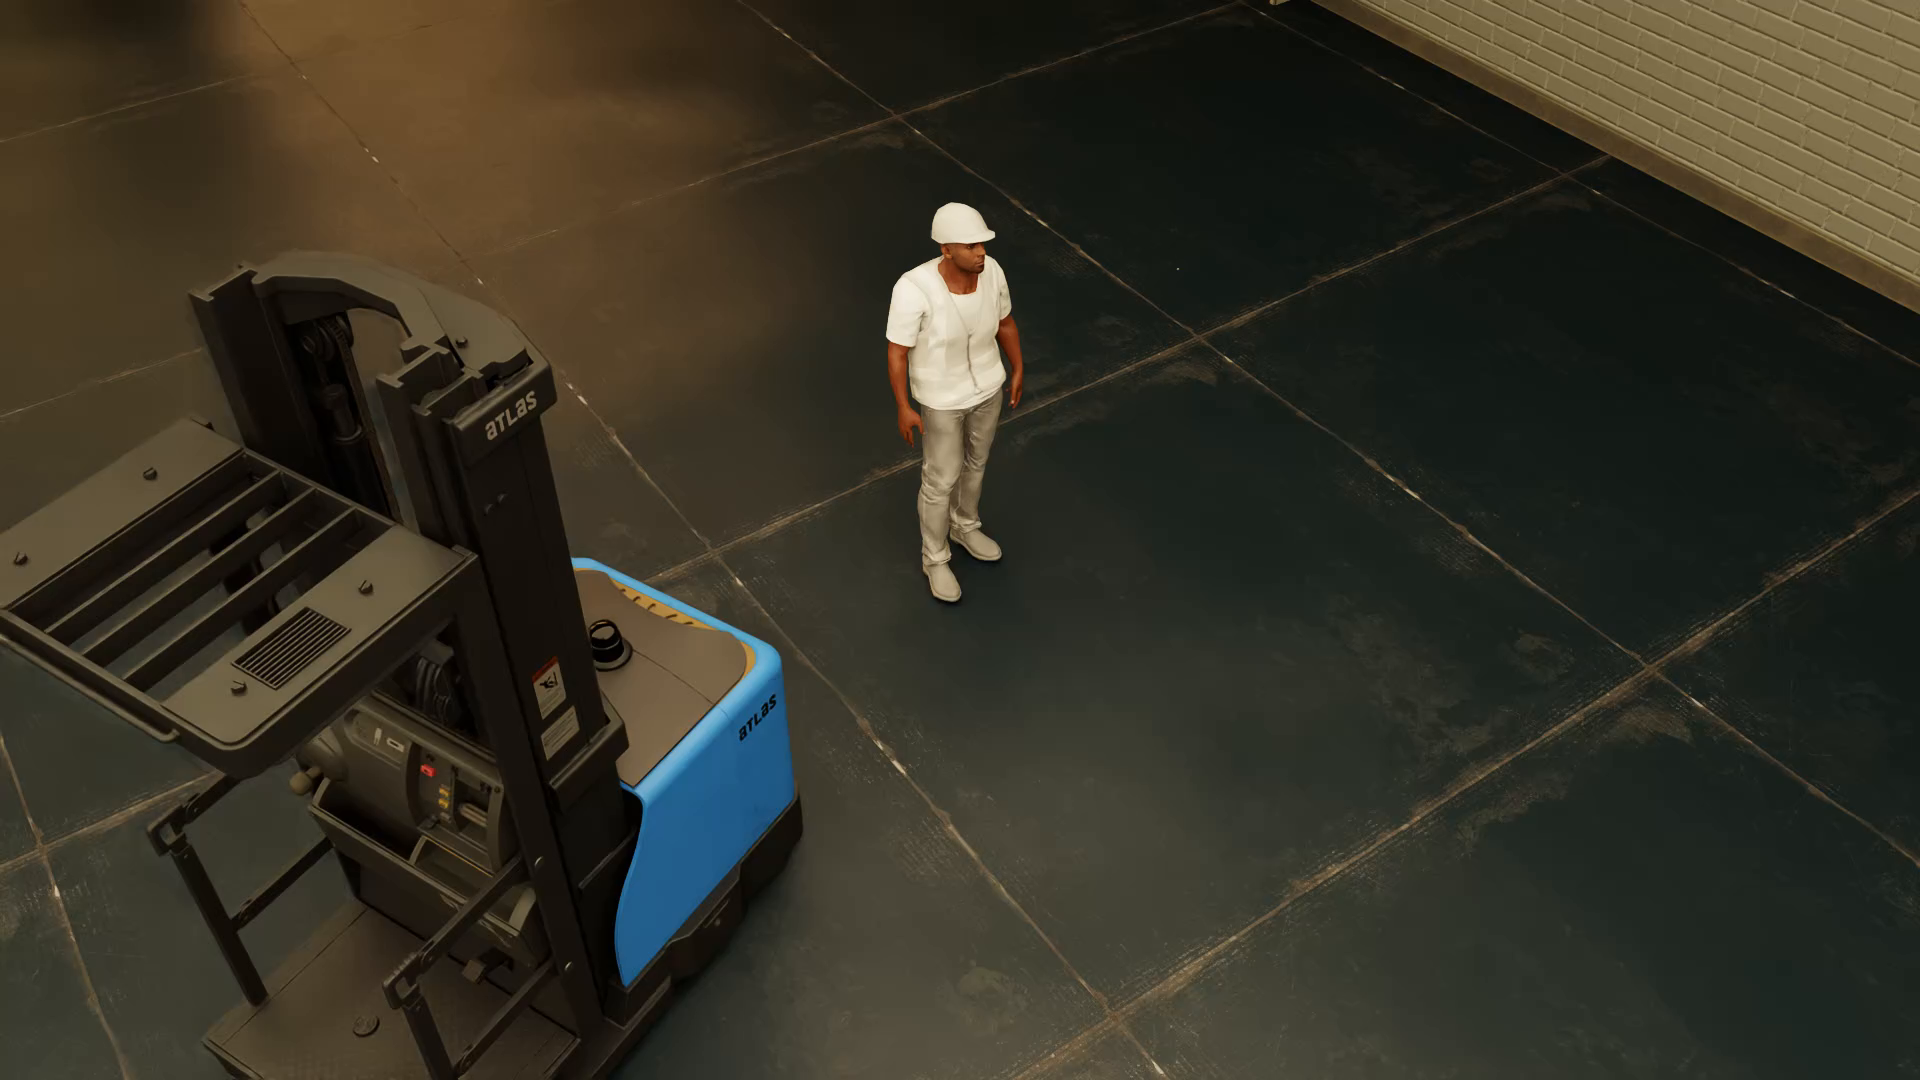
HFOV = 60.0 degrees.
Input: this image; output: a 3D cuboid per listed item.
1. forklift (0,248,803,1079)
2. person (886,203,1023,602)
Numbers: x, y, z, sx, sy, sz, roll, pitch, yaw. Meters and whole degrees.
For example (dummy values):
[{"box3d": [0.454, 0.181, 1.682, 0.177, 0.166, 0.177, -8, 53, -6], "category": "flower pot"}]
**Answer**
[{"box3d": [-1.827, 0.773, 4.877, 1.130, 2.935, 3.031, 23, 47, 23], "category": "forklift"}, {"box3d": [0.036, -0.614, 7.231, 0.666, 1.768, 0.575, -25, 48, -25], "category": "person"}]
